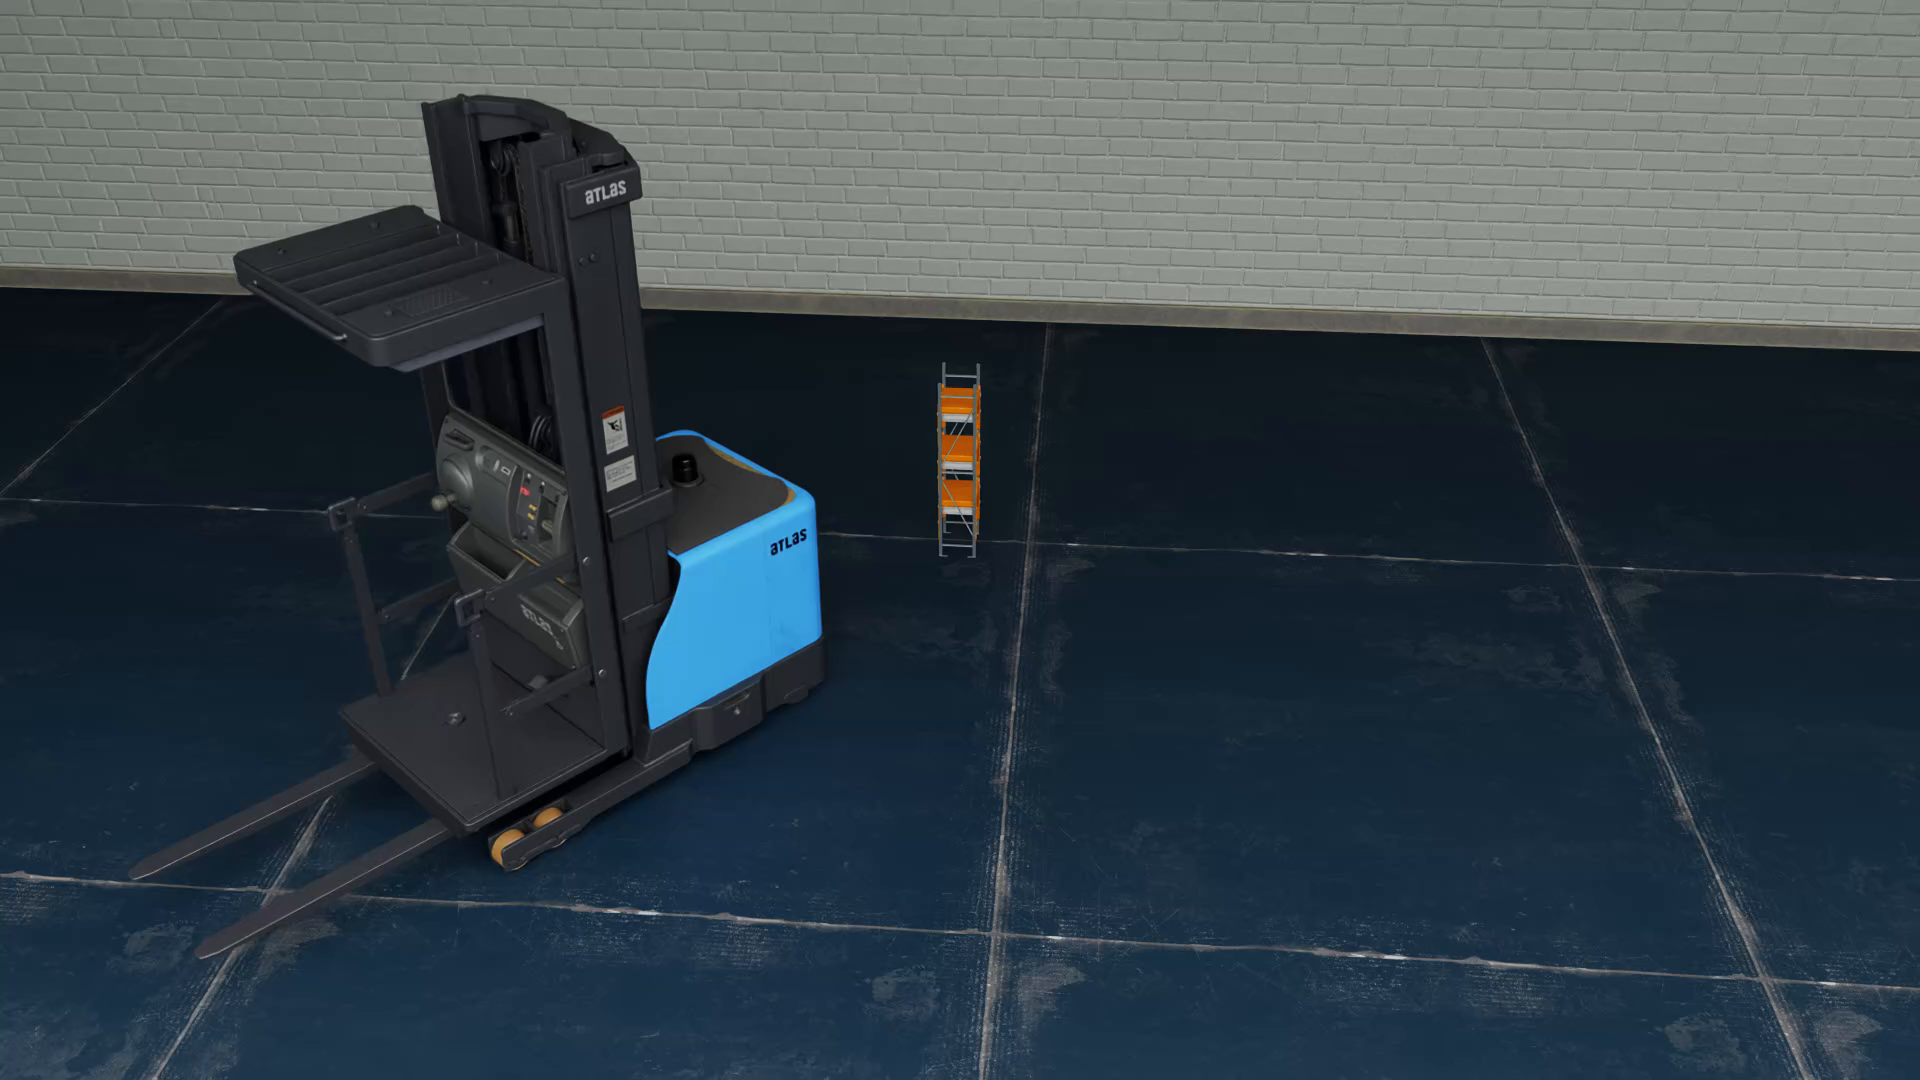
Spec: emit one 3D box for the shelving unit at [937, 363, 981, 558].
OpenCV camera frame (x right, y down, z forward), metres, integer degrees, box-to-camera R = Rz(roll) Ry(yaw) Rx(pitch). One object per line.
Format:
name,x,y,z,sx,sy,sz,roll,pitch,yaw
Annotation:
shelving unit,-0.004,-0.419,8.929,0.215,1.050,0.252,2,32,4

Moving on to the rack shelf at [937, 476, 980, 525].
rack shelf,-0.004,-0.173,9.081,0.215,0.259,0.240,2,32,4

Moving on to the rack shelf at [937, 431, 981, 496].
rack shelf,-0.004,-0.410,8.935,0.215,0.259,0.240,2,32,4

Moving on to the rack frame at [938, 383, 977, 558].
rack frame,-0.014,-0.355,8.826,0.200,1.050,0.008,2,32,4

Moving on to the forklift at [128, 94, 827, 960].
forklift,-2.036,-0.166,6.726,1.130,2.935,3.031,27,41,37

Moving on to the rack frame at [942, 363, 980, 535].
rack frame,0.006,-0.483,9.033,0.200,1.050,0.008,2,32,4

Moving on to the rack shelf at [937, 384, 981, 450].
rack shelf,-0.004,-0.652,8.786,0.215,0.259,0.240,2,32,4
